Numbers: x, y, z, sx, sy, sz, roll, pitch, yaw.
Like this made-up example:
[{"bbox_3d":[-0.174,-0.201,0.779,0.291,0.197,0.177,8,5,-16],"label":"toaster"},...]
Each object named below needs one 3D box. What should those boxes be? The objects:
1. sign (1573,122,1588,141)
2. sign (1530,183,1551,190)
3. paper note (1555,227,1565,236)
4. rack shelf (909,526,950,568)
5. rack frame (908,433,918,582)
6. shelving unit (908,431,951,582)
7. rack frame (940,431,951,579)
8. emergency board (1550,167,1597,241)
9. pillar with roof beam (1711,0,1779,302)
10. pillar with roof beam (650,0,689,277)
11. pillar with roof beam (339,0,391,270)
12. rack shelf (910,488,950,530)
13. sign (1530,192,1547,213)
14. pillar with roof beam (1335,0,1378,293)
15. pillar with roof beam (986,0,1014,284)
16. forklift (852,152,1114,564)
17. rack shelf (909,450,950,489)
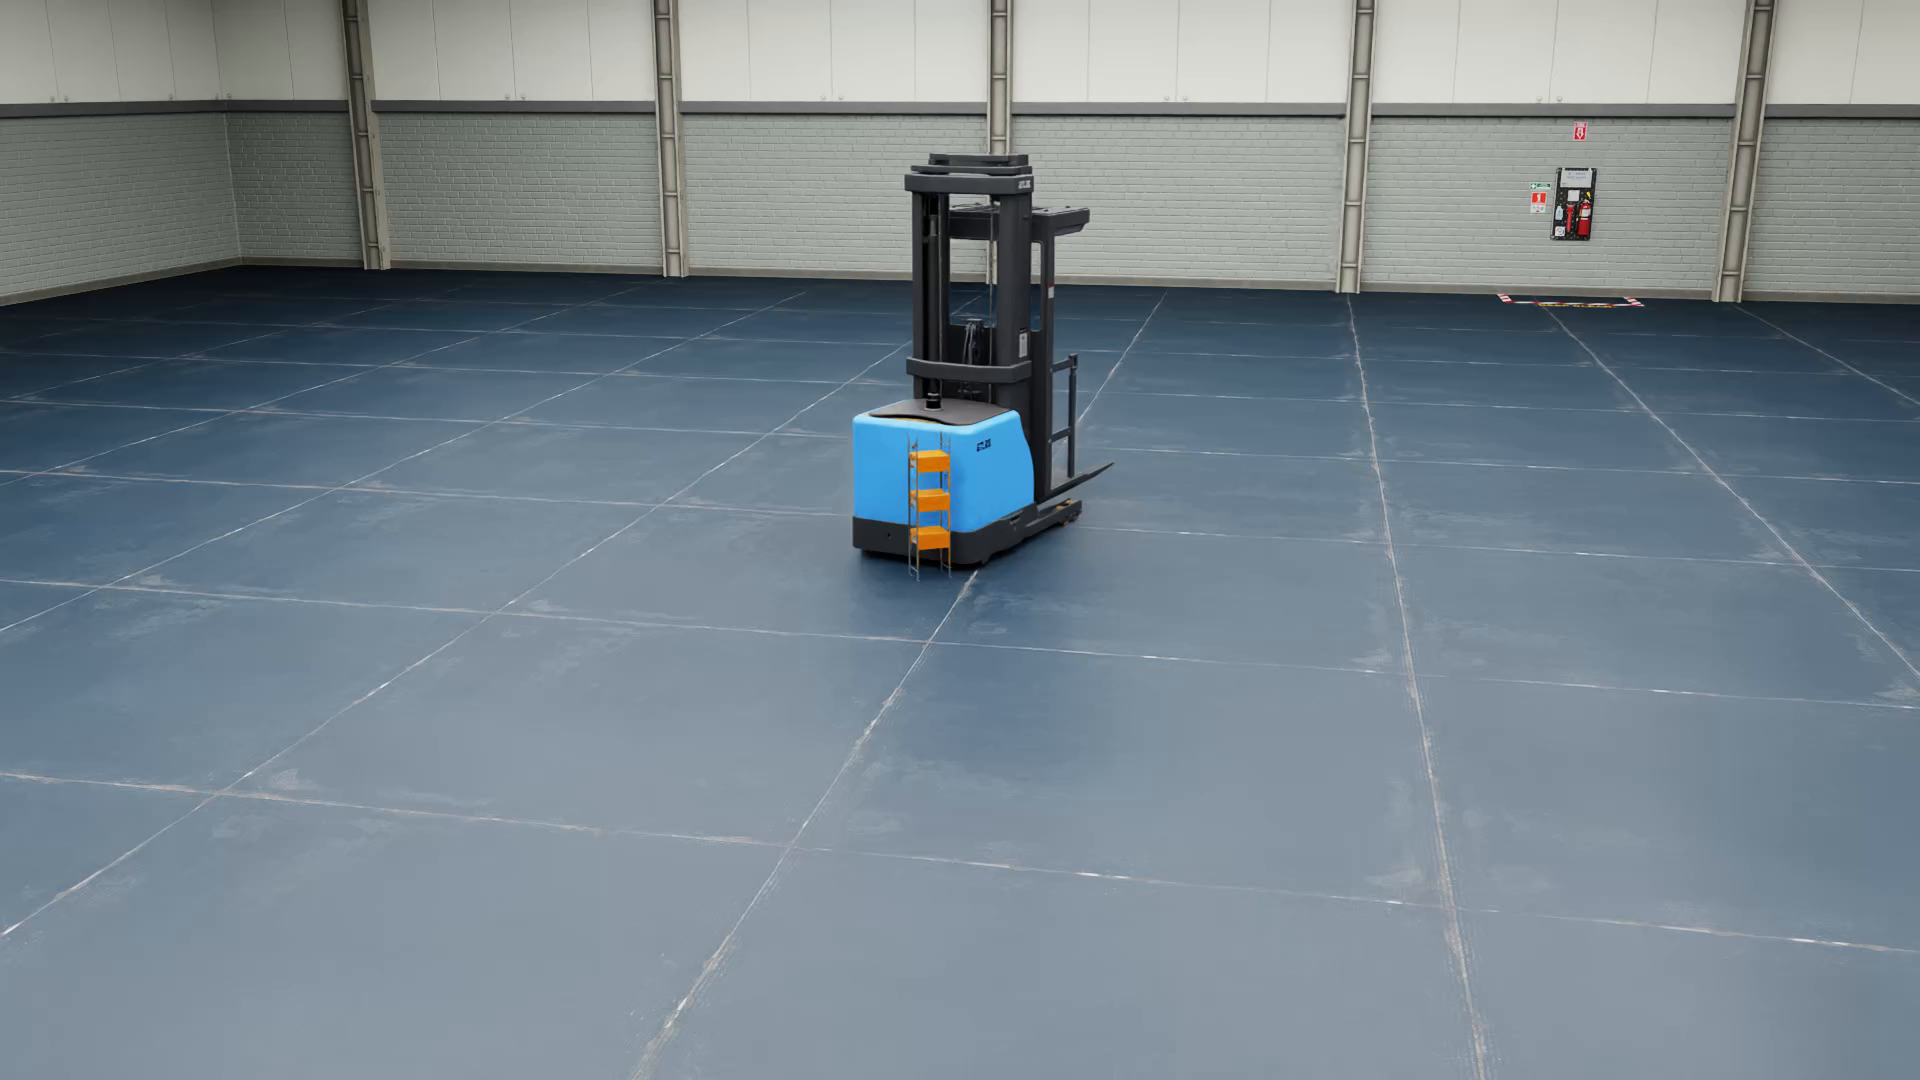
[{"bbox_3d":[10.042,-6.617,26.919,0.199,0.298,0.001,3,16,11],"label":"sign"},{"bbox_3d":[9.512,-5.800,27.252,0.331,0.109,0.001,3,16,11],"label":"sign"},{"bbox_3d":[9.871,-5.077,27.350,0.142,0.148,0.016,3,16,11],"label":"paper note"},{"bbox_3d":[-0.220,0.038,11.964,0.240,0.259,0.215,-5,16,-19],"label":"rack shelf"},{"bbox_3d":[-0.335,-0.229,11.849,0.008,1.050,0.200,-5,16,-19],"label":"rack frame"},{"bbox_3d":[-0.220,-0.240,11.889,0.252,1.050,0.215,-5,16,-19],"label":"shelving unit"},{"bbox_3d":[-0.105,-0.251,11.929,0.008,1.050,0.200,-5,16,-19],"label":"rack frame"},{"bbox_3d":[10.030,-5.474,27.133,0.643,1.169,0.194,3,16,11],"label":"emergency board"},{"bbox_3d":[11.586,-7.097,21.756,0.400,9.000,9.100,3,16,11],"label":"pillar with roof beam"},{"bbox_3d":[-6.053,-8.055,25.213,0.400,9.000,9.100,3,16,11],"label":"pillar with roof beam"},{"bbox_3d":[-11.932,-8.374,26.365,0.400,9.000,9.100,3,16,11],"label":"pillar with roof beam"},{"bbox_3d":[-0.220,-0.230,11.892,0.240,0.259,0.215,-5,16,-19],"label":"rack shelf"},{"bbox_3d":[9.509,-5.547,27.332,0.234,0.329,0.001,3,16,11],"label":"sign"},{"bbox_3d":[5.707,-7.416,22.908,0.400,9.000,9.100,3,16,11],"label":"pillar with roof beam"},{"bbox_3d":[-0.173,-7.735,24.060,0.400,9.000,9.100,3,16,11],"label":"pillar with roof beam"},{"bbox_3d":[0.339,-1.578,13.199,1.130,2.935,3.031,8,18,28],"label":"forklift"},{"bbox_3d":[-0.220,-0.504,11.818,0.240,0.259,0.215,-5,16,-19],"label":"rack shelf"}]
